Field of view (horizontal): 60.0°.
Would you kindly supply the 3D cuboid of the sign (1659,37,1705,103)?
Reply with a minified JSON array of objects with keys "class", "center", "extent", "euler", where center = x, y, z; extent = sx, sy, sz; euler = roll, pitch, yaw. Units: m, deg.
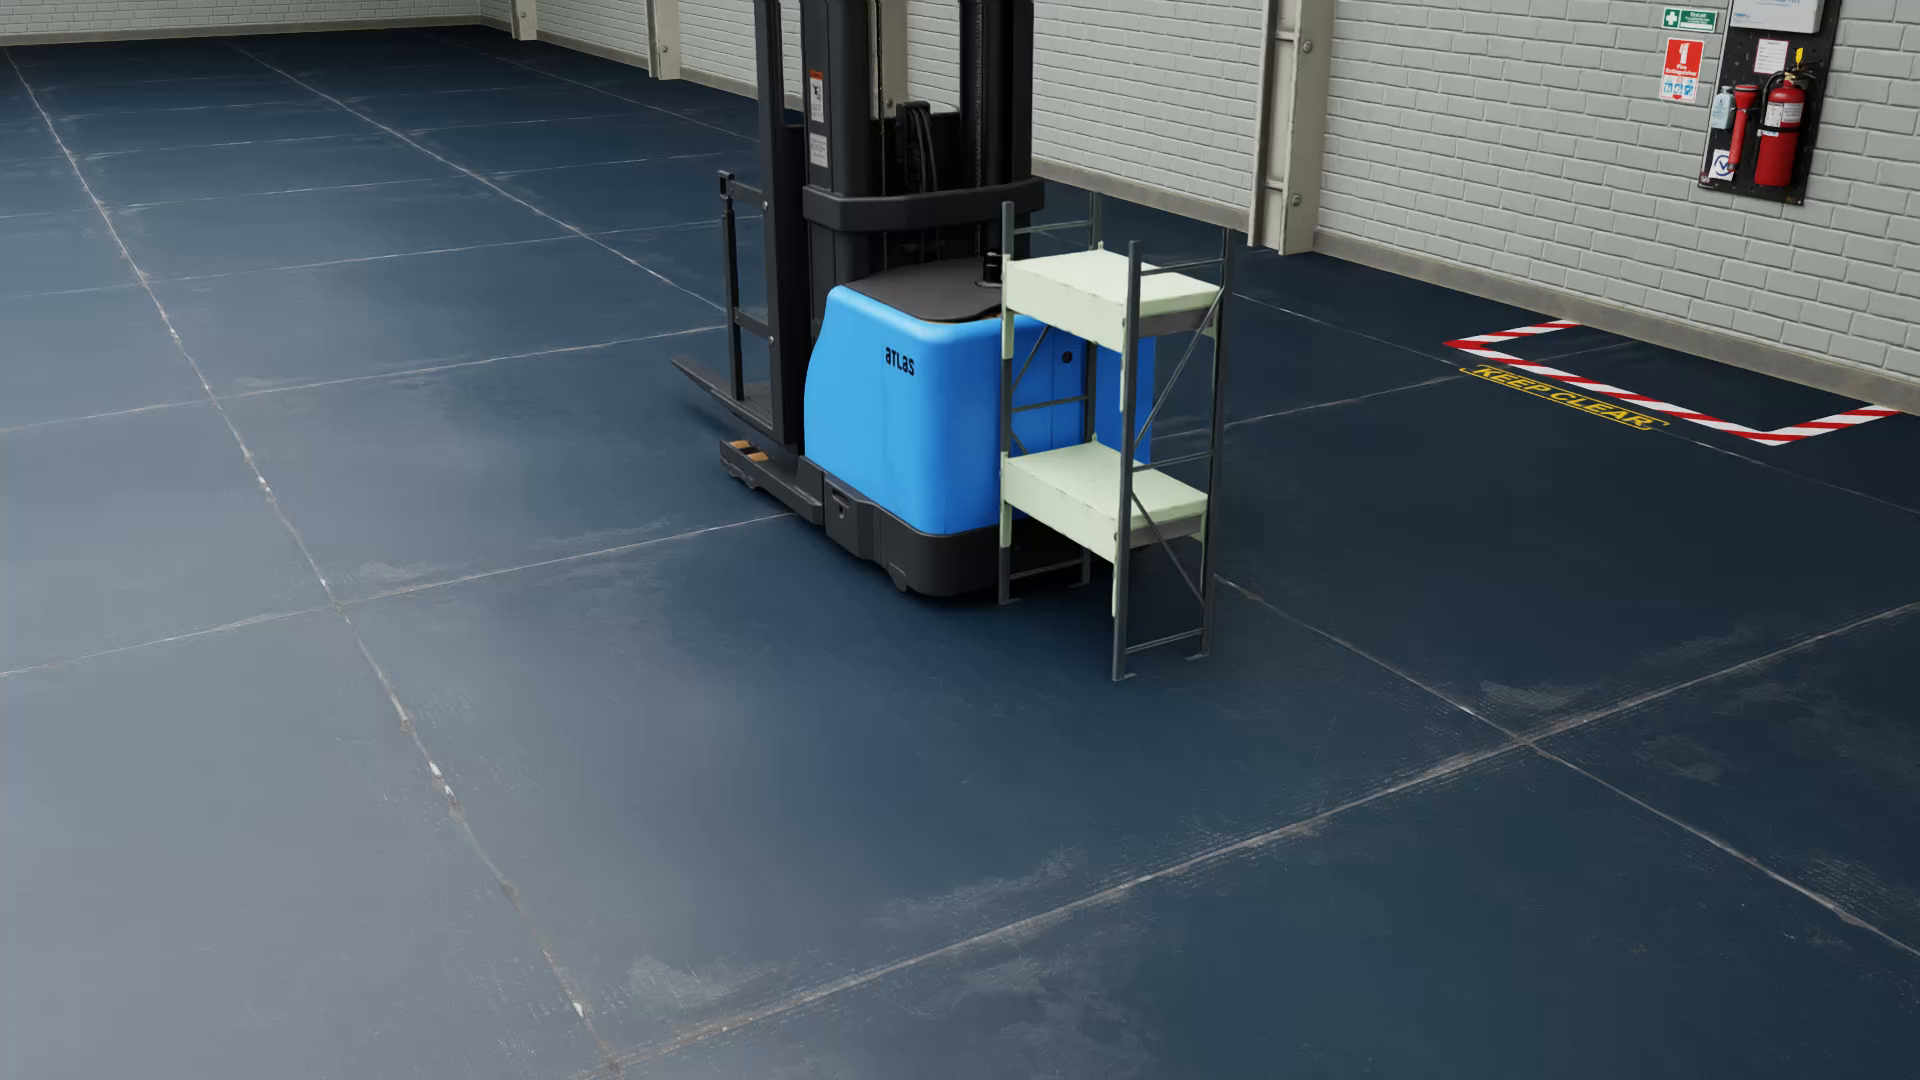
[{"class":"sign","center":[3.960,-2.580,9.127],"extent":[0.001,0.329,0.234],"euler":[-13,25,-28]}]

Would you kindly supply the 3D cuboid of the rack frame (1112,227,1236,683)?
[{"class":"rack frame","center":[0.694,-0.253,5.442],"extent":[0.400,1.500,0.023],"euler":[-13,25,-28]}]

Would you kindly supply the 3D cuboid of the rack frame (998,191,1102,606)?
[{"class":"rack frame","center":[0.321,-0.490,6.025],"extent":[0.400,1.500,0.023],"euler":[-13,25,-28]}]

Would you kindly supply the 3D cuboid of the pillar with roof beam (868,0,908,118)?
[{"class":"pillar with roof beam","center":[-4.448,-7.393,13.049],"extent":[9.100,9.000,0.400],"euler":[-13,25,-28]}]

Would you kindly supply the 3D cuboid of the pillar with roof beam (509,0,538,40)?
[{"class":"pillar with roof beam","center":[-10.578,-11.277,22.606],"extent":[9.100,9.000,0.400],"euler":[-13,25,-28]}]

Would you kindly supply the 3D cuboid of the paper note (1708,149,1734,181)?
[{"class":"paper note","center":[4.122,-2.027,8.984],"extent":[0.016,0.148,0.142],"euler":[-13,25,-28]}]

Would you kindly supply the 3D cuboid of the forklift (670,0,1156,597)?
[{"class":"forklift","center":[-0.427,-1.659,7.000],"extent":[1.130,2.935,3.031],"euler":[-13,25,-28]}]

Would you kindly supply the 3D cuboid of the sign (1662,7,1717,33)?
[{"class":"sign","center":[3.954,-2.822,9.019],"extent":[0.001,0.109,0.331],"euler":[-13,25,-28]}]

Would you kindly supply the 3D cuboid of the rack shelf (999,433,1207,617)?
[{"class":"rack shelf","center":[0.508,-0.069,5.856],"extent":[0.431,0.370,0.720],"euler":[-13,25,-28]}]

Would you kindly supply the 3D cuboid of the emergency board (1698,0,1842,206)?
[{"class":"emergency board","center":[4.153,-2.364,8.645],"extent":[0.194,1.169,0.643],"euler":[-13,25,-28]}]

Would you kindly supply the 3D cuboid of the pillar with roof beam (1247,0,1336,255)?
[{"class":"pillar with roof beam","center":[-1.383,-5.450,8.270],"extent":[9.100,9.000,0.400],"euler":[-13,25,-28]}]

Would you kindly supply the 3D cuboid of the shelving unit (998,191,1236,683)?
[{"class":"shelving unit","center":[0.508,-0.371,5.733],"extent":[0.431,1.500,0.755],"euler":[-13,25,-28]}]

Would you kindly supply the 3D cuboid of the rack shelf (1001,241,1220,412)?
[{"class":"rack shelf","center":[0.508,-0.733,5.586],"extent":[0.431,0.370,0.720],"euler":[-13,25,-28]}]

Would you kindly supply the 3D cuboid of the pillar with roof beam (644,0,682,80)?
[{"class":"pillar with roof beam","center":[-7.513,-9.335,17.827],"extent":[9.100,9.000,0.400],"euler":[-13,25,-28]}]
